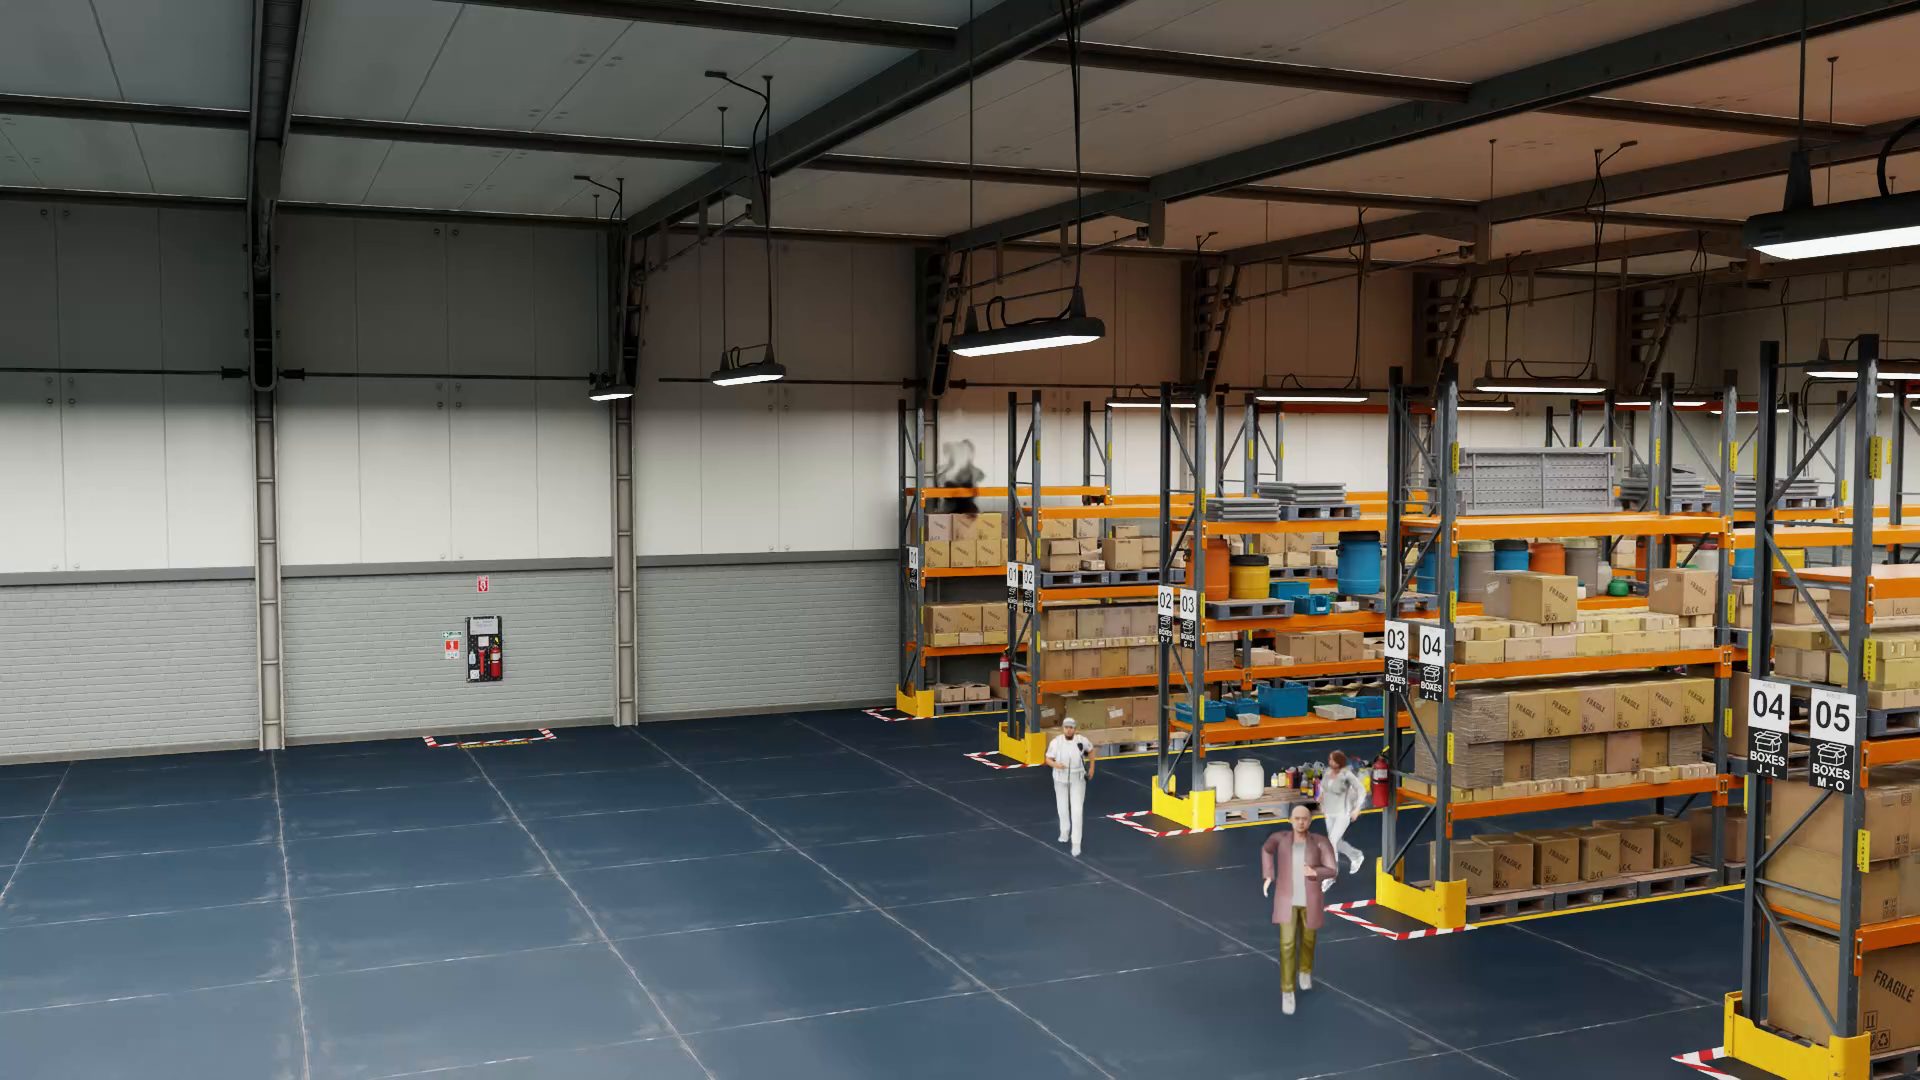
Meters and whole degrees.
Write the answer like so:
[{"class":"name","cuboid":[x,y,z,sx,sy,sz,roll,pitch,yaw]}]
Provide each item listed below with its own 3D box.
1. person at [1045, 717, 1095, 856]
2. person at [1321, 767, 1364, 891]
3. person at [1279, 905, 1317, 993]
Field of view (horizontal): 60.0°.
[{"class":"person","cuboid":[1.397,3.100,21.126,0.615,1.736,0.778,0,3,8]},{"class":"person","cuboid":[4.441,3.347,19.438,0.818,1.383,0.347,-2,4,-34]},{"class":"person","cuboid":[3.138,3.624,15.432,0.393,0.972,0.764,1,3,9]}]
